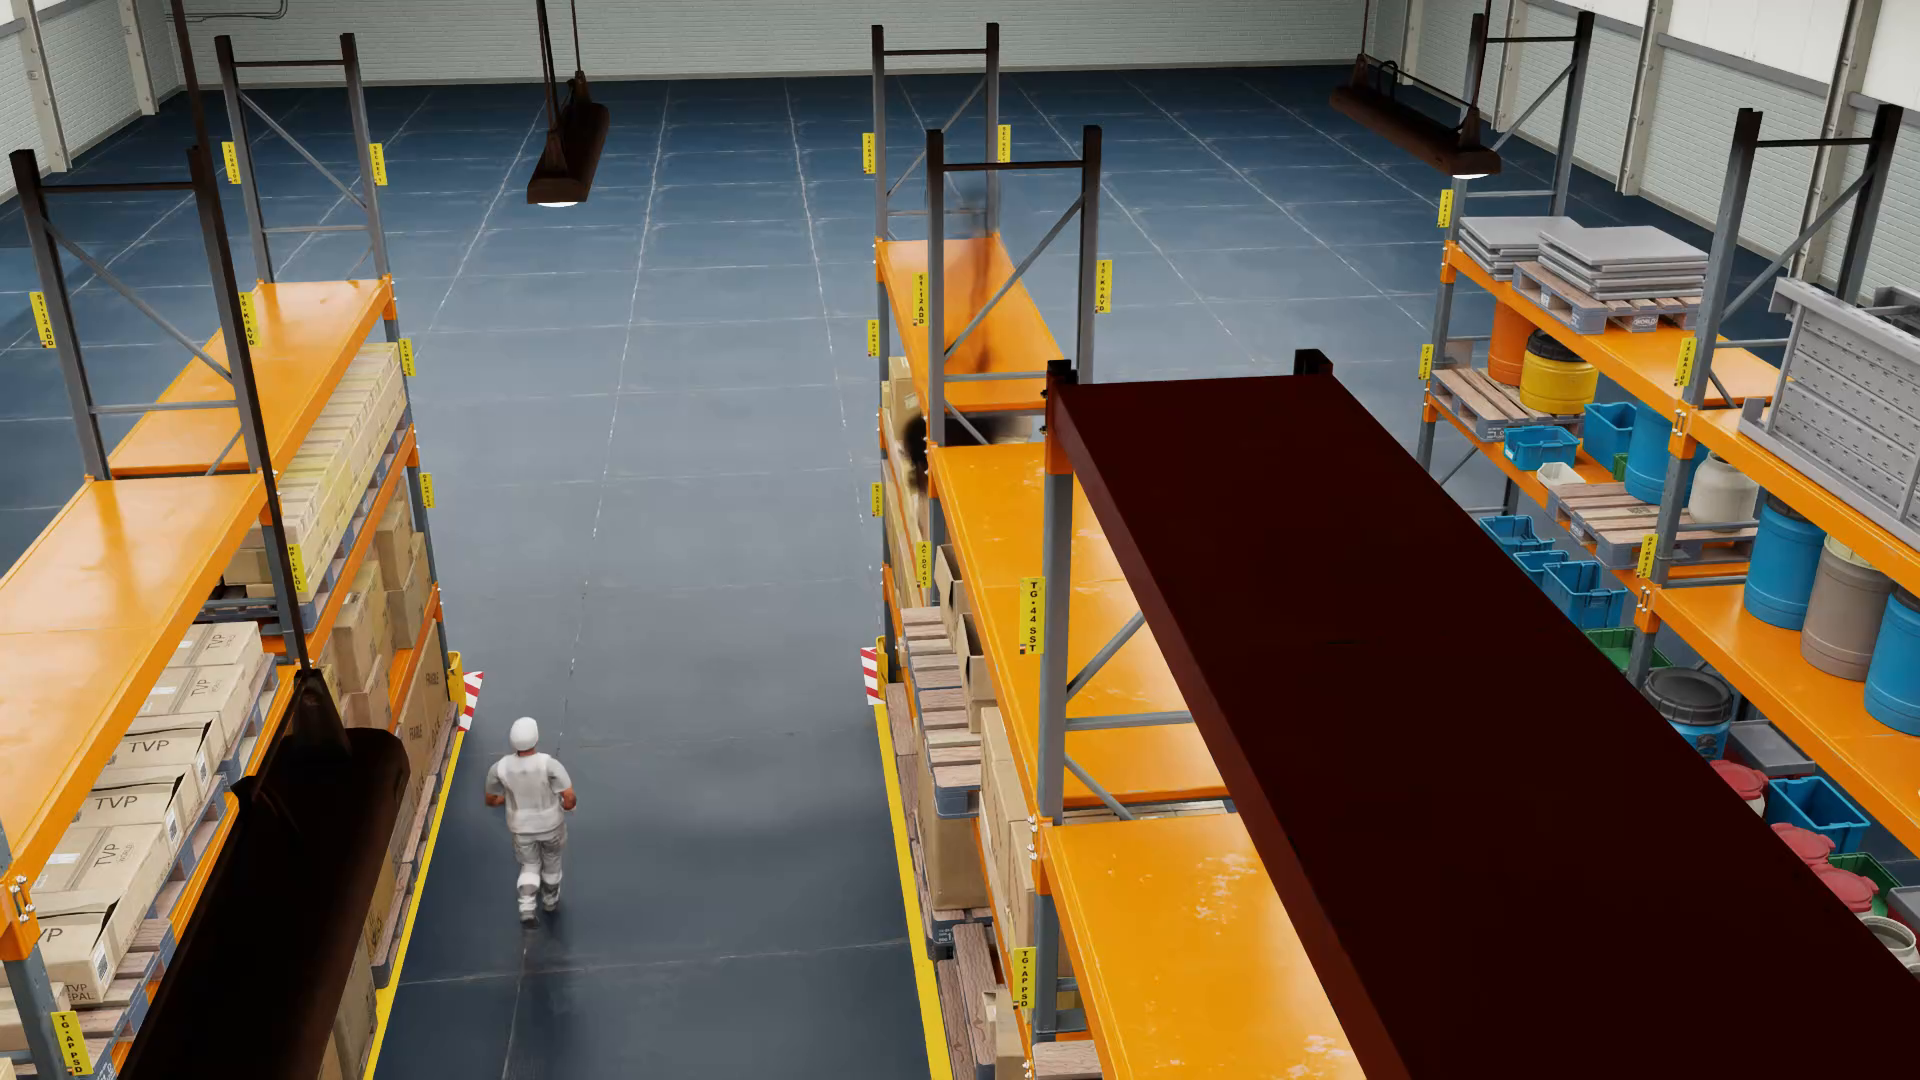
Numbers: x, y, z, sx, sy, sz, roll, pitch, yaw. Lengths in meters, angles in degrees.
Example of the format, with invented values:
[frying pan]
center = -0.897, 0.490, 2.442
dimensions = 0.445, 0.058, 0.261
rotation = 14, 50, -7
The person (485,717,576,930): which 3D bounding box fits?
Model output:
[person]
center = -3.083, 2.090, 12.103
dimensions = 0.655, 1.772, 0.845
rotation = -3, 26, -6
